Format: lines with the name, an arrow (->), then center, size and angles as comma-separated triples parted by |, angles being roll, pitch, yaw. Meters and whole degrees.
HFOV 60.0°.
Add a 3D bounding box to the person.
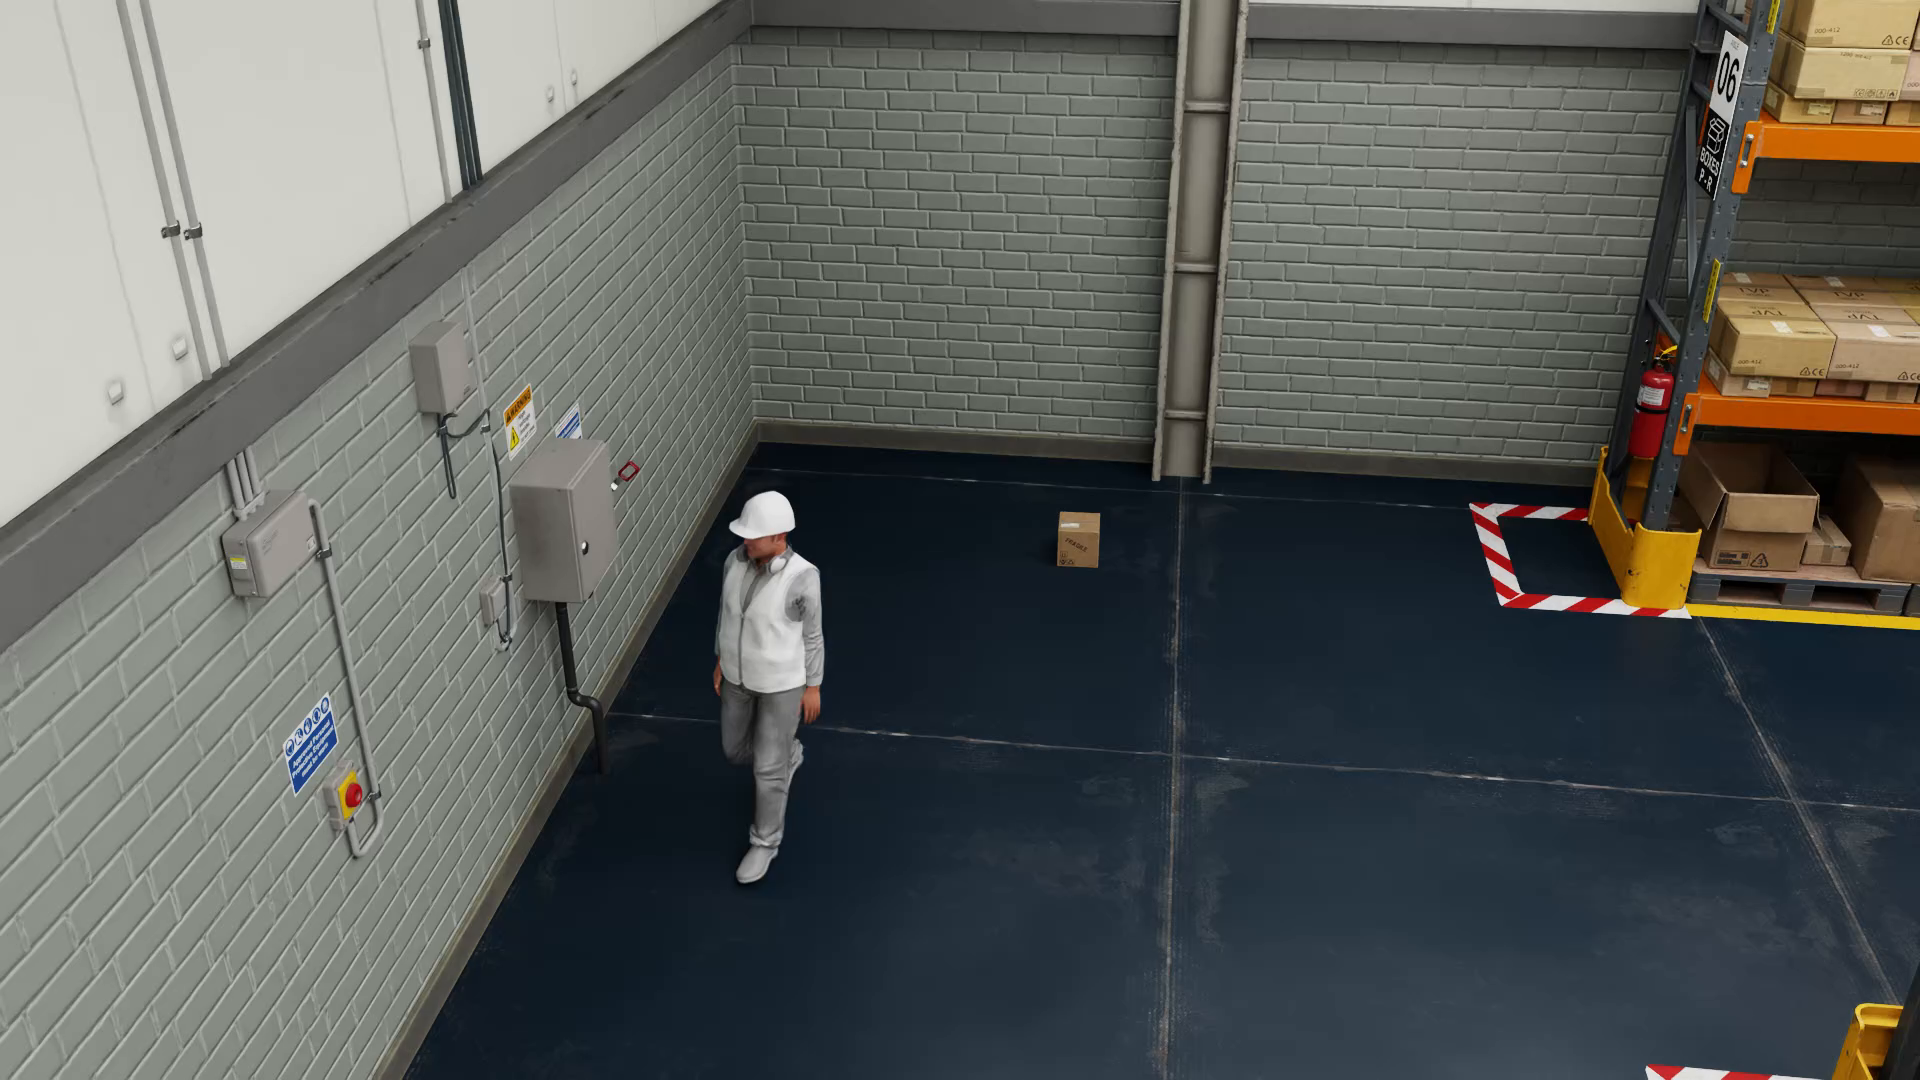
person -> -0.897, 0.608, 7.461 | 0.555, 1.748, 0.767 | 17, 33, 29
